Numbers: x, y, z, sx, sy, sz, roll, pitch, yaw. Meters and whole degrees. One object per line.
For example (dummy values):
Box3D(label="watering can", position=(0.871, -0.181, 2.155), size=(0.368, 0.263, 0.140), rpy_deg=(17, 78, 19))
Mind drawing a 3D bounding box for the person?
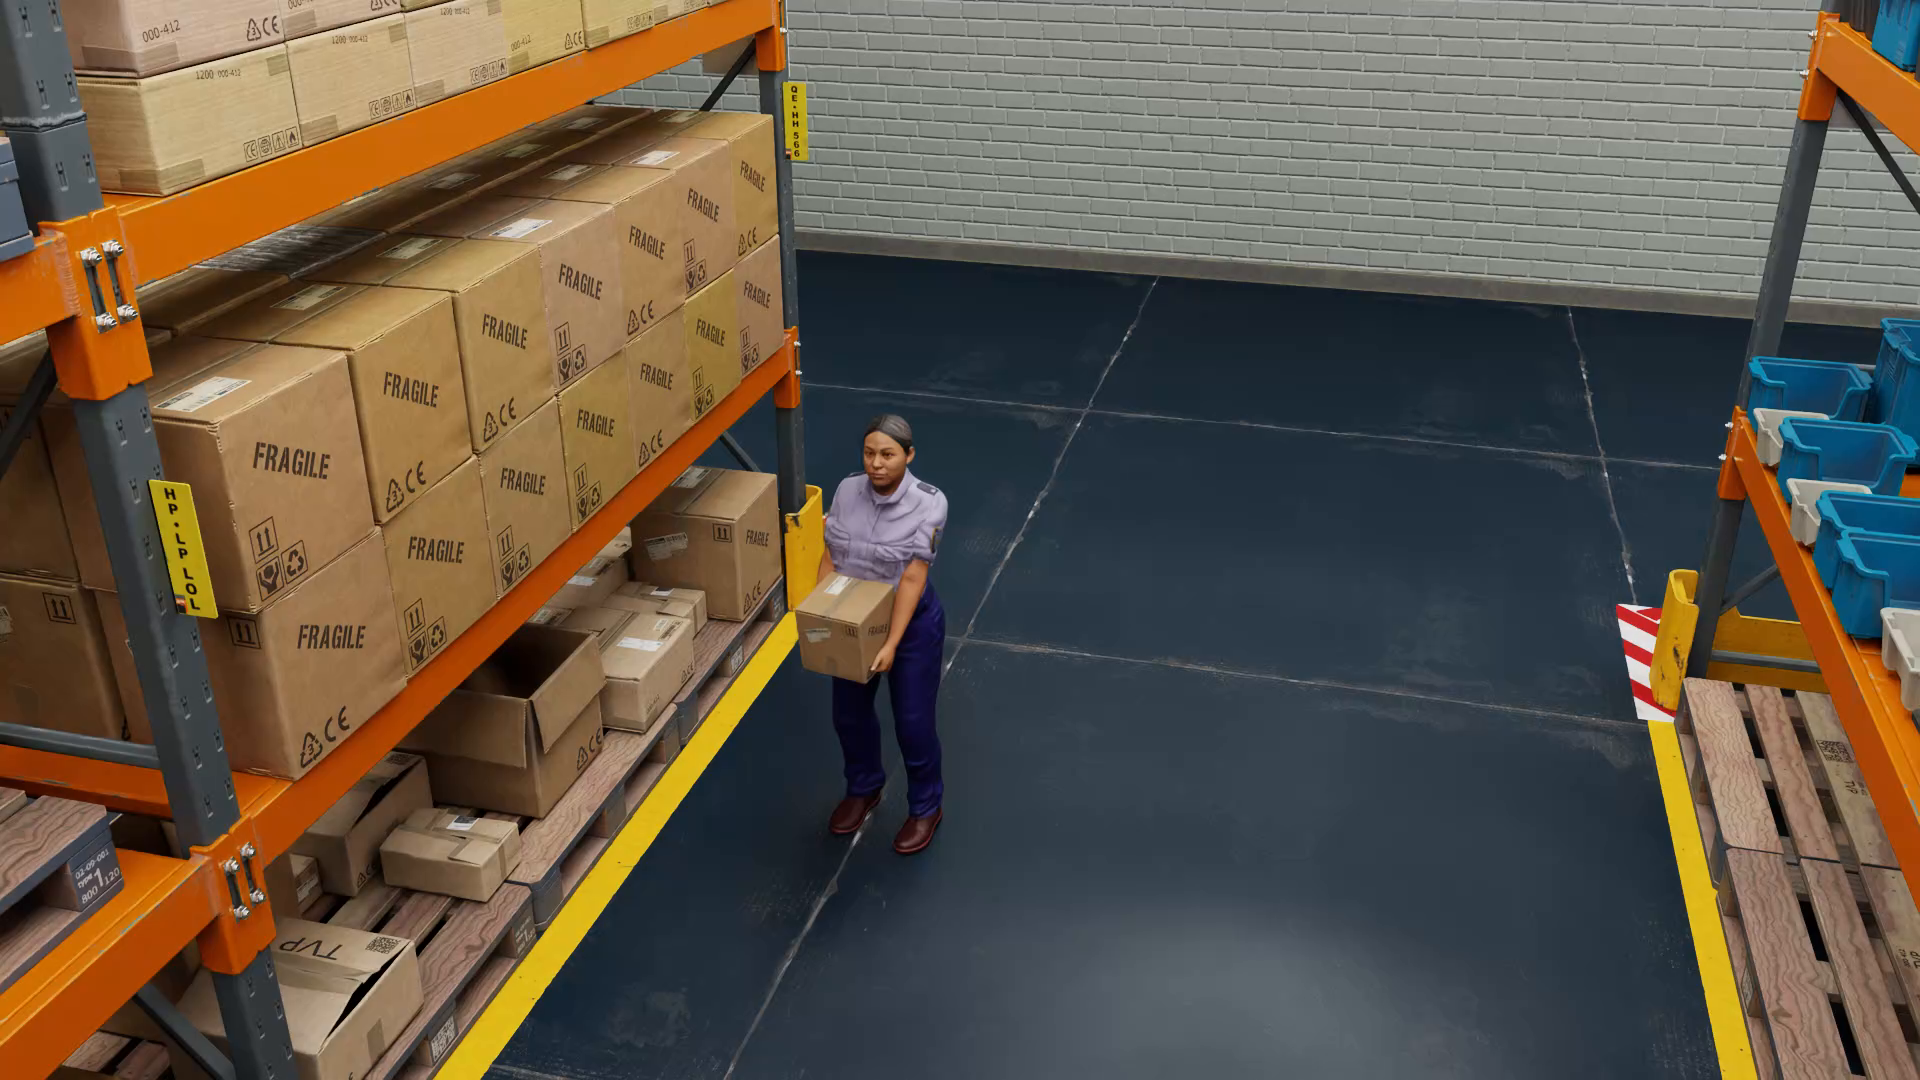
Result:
Box3D(label="person", position=(-0.293, 0.359, 5.886), size=(0.435, 1.647, 0.529), rpy_deg=(12, 28, 24))
